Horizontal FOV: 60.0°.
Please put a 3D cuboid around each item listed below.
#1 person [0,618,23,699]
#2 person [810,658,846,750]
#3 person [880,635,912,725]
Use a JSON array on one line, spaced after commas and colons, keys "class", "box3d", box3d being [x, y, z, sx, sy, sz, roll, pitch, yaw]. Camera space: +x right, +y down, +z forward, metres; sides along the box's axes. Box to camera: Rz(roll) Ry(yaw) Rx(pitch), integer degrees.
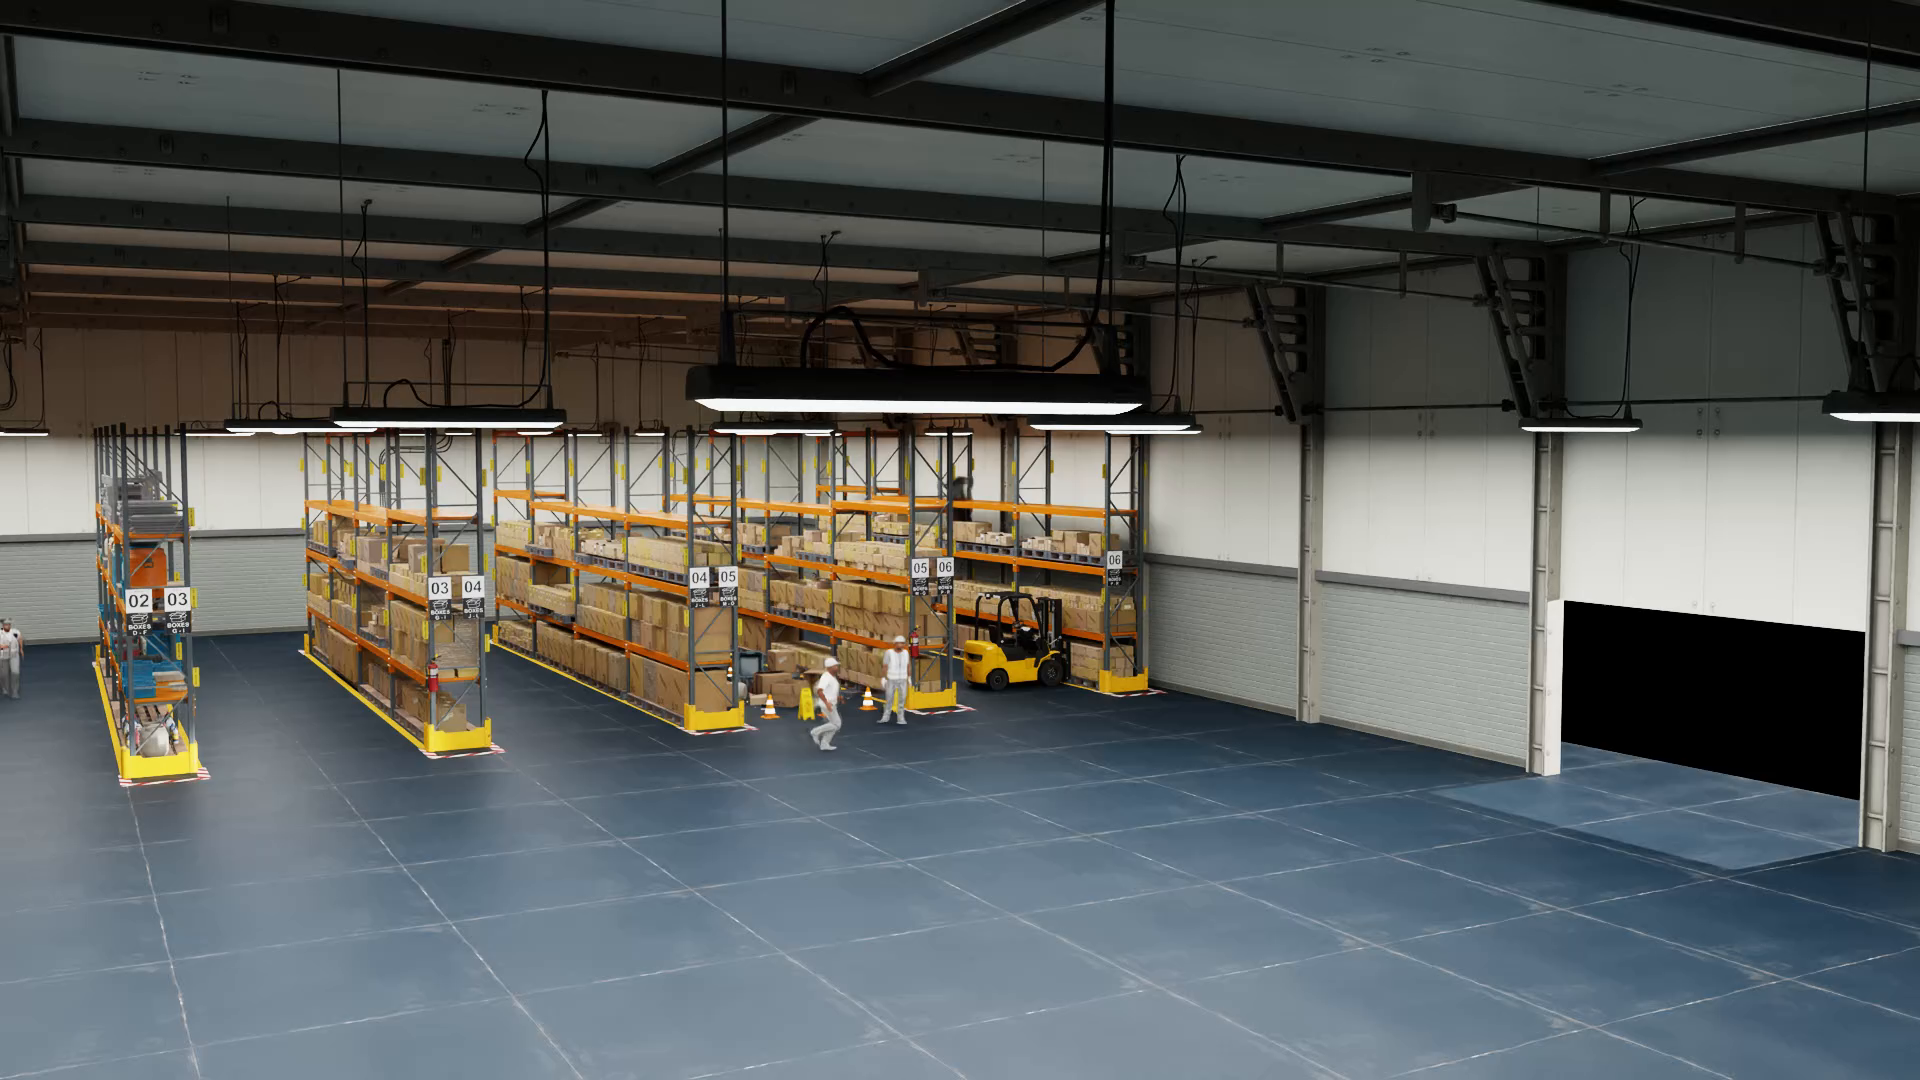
[{"class": "person", "box3d": [-21.067, 2.624, 36.800, 0.610, 1.833, 0.856, -2, 4, -33]}, {"class": "person", "box3d": [-2.428, 3.020, 30.559, 0.624, 1.704, 0.696, 0, 3, 6]}, {"class": "person", "box3d": [-1.294, 2.808, 33.450, 0.623, 1.785, 0.498, -1, 4, -23]}]
